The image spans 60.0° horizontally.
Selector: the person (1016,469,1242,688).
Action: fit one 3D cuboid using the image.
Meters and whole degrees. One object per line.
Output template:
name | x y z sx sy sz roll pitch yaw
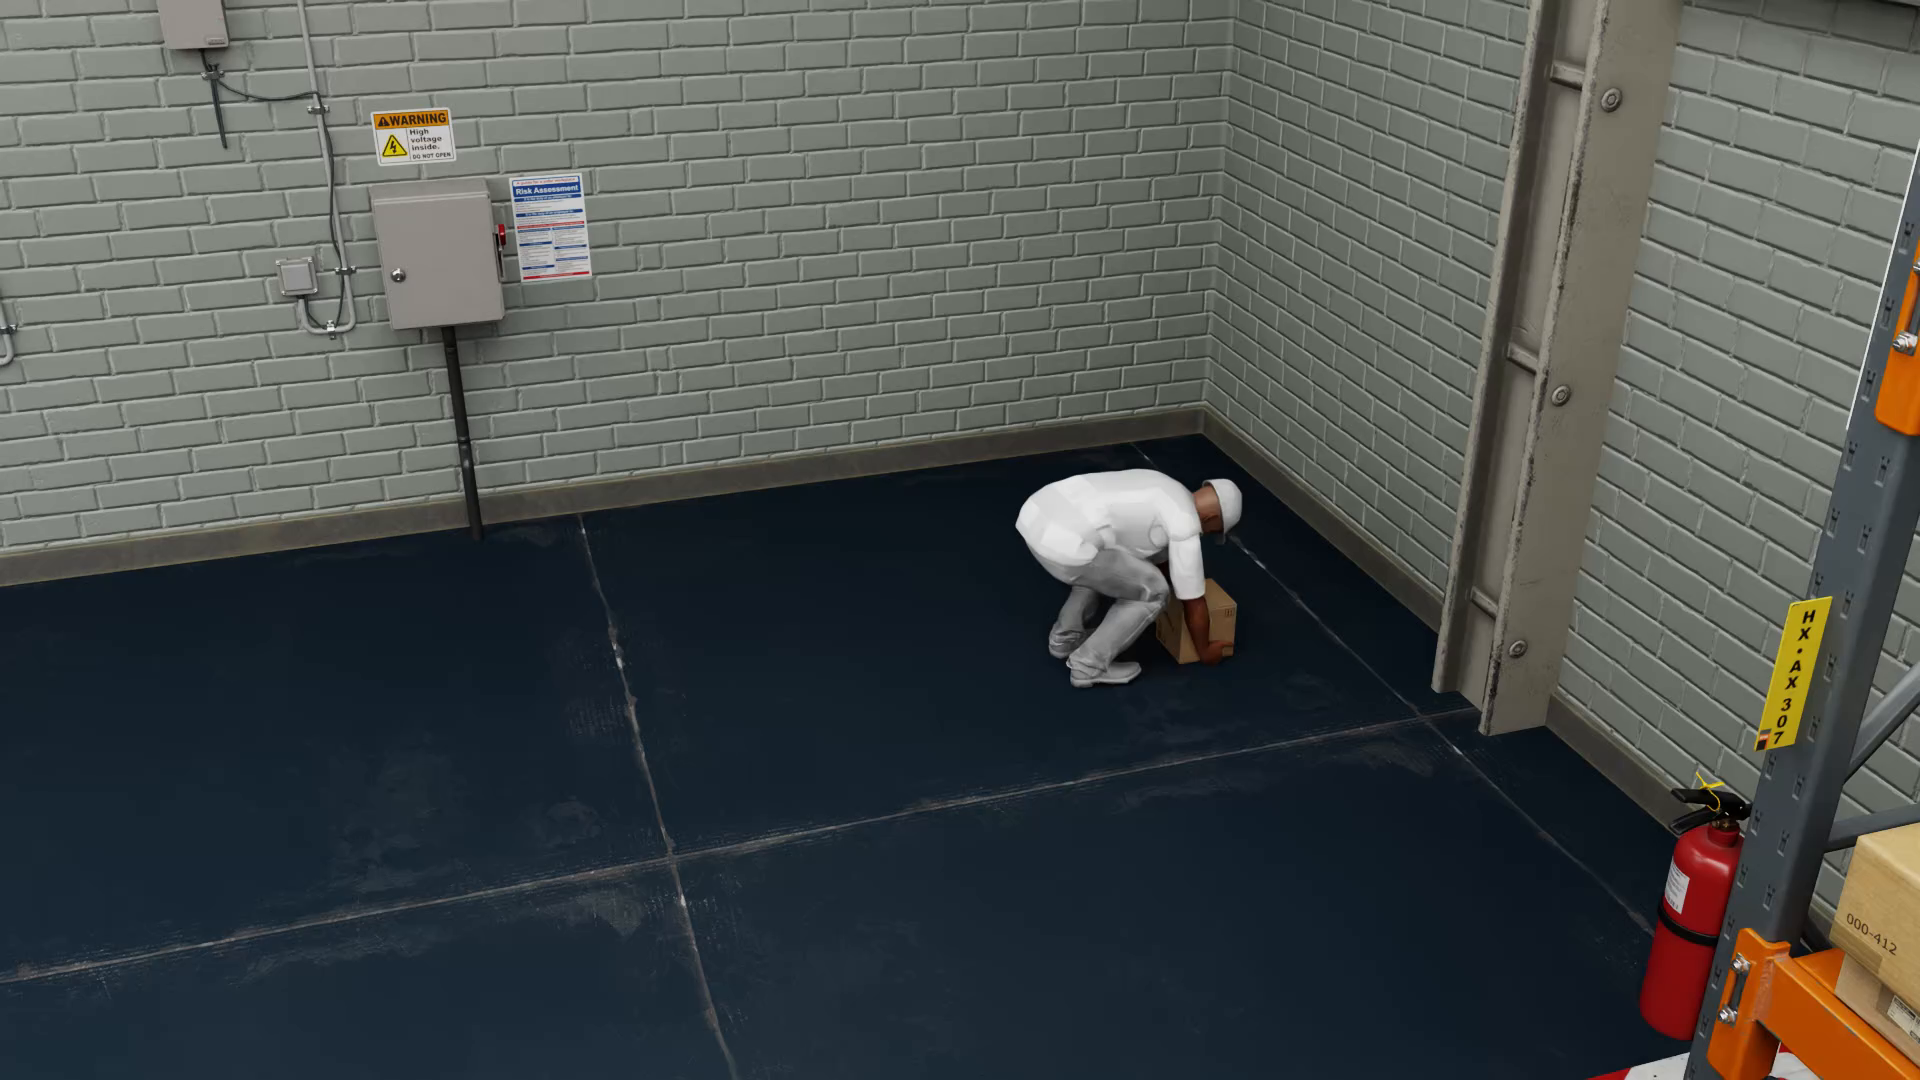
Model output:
person | 0.714 0.119 6.893 0.980 0.874 0.515 -9 28 -18
